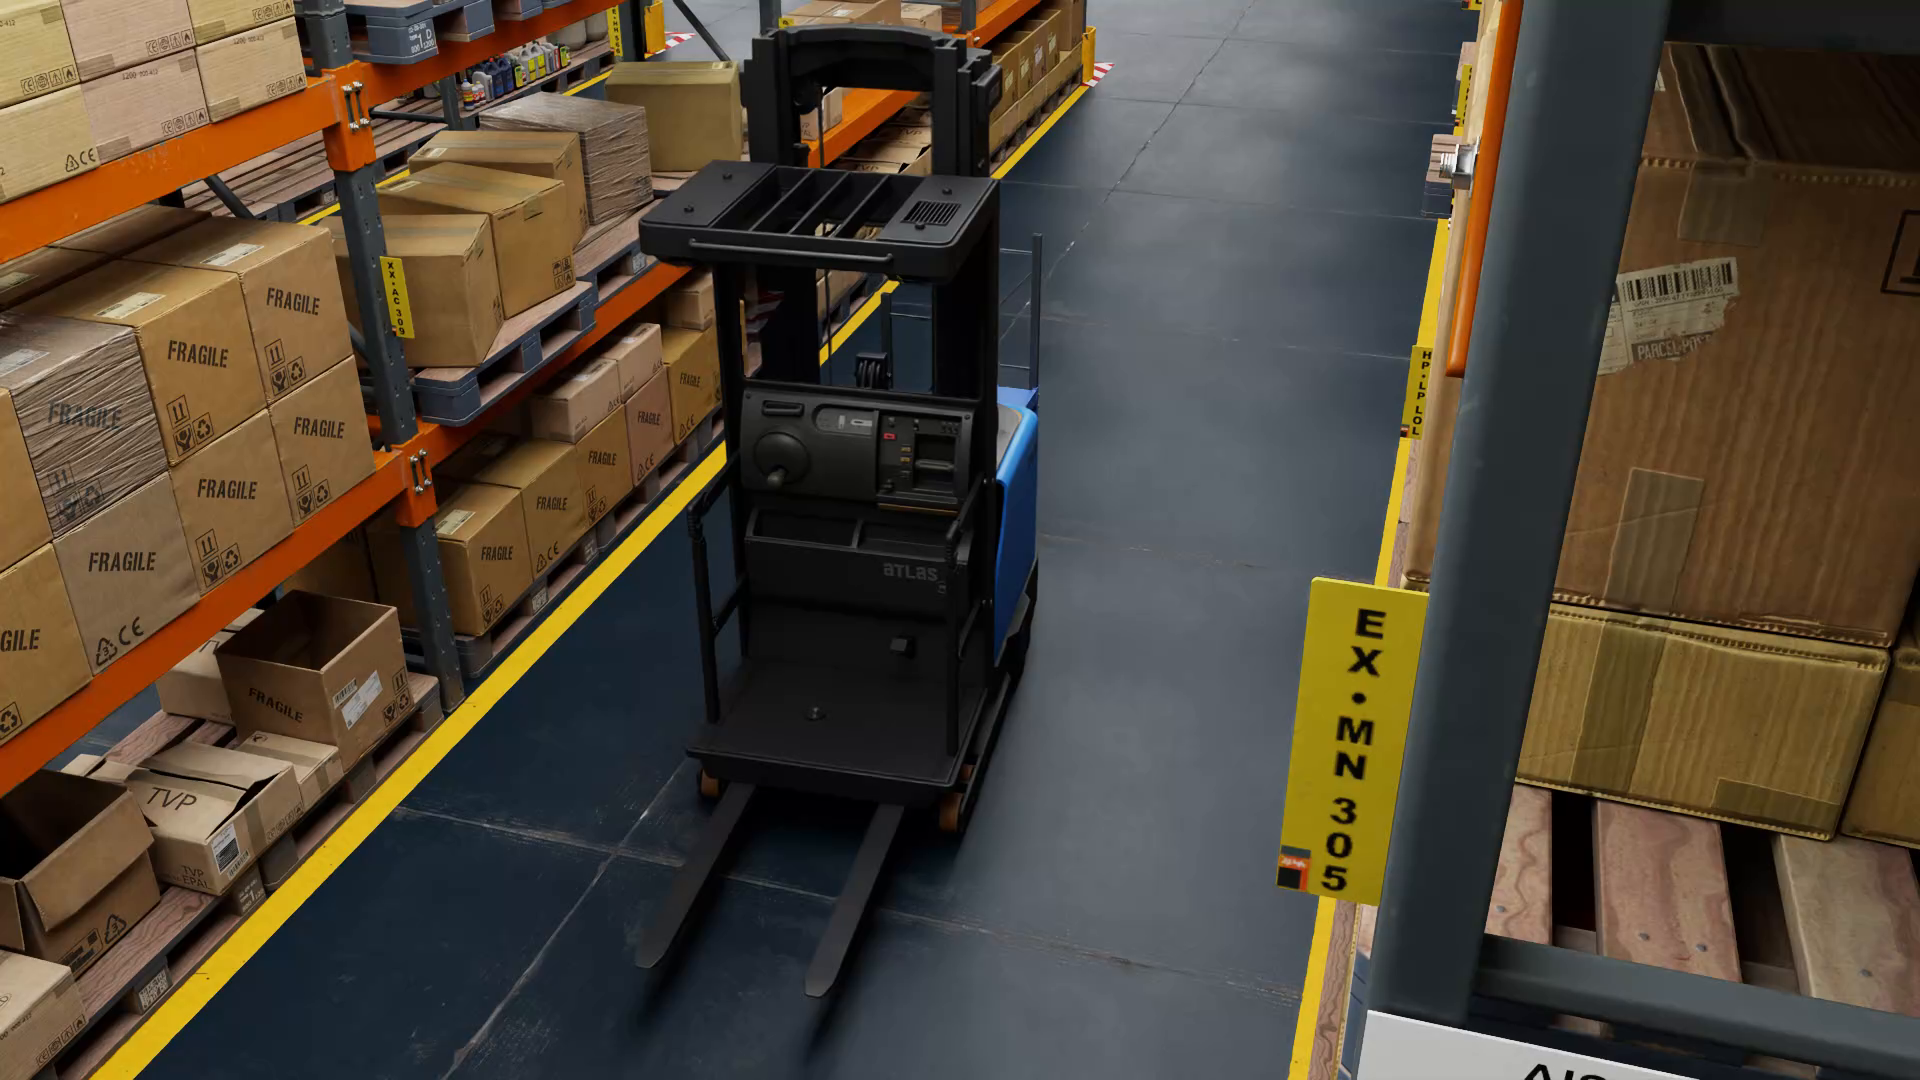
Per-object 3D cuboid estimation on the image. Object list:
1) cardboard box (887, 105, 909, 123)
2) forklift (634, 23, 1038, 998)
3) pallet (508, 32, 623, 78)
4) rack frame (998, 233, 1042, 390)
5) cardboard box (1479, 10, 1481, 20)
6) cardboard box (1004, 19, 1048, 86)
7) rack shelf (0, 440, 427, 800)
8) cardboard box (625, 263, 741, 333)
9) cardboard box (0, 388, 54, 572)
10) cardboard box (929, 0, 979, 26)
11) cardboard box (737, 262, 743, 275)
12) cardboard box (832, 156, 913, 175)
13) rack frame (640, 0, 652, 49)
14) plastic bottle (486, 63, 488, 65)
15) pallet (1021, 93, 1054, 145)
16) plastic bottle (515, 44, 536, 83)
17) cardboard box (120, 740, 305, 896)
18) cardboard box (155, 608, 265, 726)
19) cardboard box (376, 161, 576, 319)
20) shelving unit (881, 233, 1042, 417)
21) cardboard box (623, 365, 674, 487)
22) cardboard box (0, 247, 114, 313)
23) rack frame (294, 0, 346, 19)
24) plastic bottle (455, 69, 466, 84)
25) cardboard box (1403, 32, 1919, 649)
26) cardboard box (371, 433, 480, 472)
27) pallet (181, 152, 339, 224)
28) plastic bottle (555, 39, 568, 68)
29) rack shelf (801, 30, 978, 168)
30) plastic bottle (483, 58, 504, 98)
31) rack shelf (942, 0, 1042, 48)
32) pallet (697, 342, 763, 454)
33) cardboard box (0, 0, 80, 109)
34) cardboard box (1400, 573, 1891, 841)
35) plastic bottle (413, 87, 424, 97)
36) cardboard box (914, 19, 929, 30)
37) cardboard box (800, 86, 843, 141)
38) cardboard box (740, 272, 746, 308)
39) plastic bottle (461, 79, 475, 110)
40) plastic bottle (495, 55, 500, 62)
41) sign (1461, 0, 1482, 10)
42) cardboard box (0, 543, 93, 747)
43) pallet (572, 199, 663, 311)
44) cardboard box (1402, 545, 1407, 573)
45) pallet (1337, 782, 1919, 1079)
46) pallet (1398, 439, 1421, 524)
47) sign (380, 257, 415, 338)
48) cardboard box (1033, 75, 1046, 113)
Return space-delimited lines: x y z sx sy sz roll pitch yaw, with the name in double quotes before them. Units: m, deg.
"cardboard box" -0.723 -3.425 13.641 0.500 0.311 0.500 9 30 15
"forklift" -0.452 -0.313 6.297 1.130 2.935 3.031 6 30 11
"pallet" -4.145 -5.285 18.033 1.003 0.211 1.213 8 30 15
"rack frame" 0.174 -0.931 8.881 0.500 1.500 0.032 8 30 15
"cardboard box" 4.216 -4.184 12.549 0.500 0.500 0.500 8 30 15
"cardboard box" 0.510 -4.533 15.437 0.500 0.500 0.500 8 30 15
"rack shelf" -3.299 0.607 5.314 1.077 0.370 4.000 8 30 15
"cardboard box" -1.601 -1.429 9.580 0.500 0.250 0.500 10 31 17
"cardboard box" -3.058 -0.139 4.783 0.500 0.500 0.500 8 30 14
"cardboard box" -0.240 -4.606 13.841 0.700 0.500 0.500 8 30 14
"cardboard box" -1.620 -2.001 11.082 0.500 0.311 0.500 9 30 16
"cardboard box" -0.655 -2.645 12.239 0.500 0.311 0.500 8 30 14
"rack frame" -3.924 -6.922 18.108 1.000 3.000 0.127 8 30 15
"plastic bottle" -4.537 -4.464 16.043 0.097 0.271 0.097 0 29 0
"pallet" 0.266 -4.069 15.846 1.003 0.211 1.213 8 30 15
"plastic bottle" -4.284 -4.699 16.384 0.144 0.351 0.185 8 30 14
"cardboard box" -2.828 1.000 6.181 0.500 0.311 0.500 8 30 15
"cardboard box" -3.042 0.510 7.061 0.500 0.311 0.500 8 30 15
"cardboard box" -2.218 -1.381 7.612 0.700 0.500 0.500 13 32 23
"shelving unit" 0.025 -0.695 8.457 0.538 1.500 1.048 8 30 15
"cardboard box" -1.888 -0.642 8.938 0.500 0.500 0.500 7 30 13
"cardboard box" -3.270 -0.699 5.789 0.500 0.500 0.500 8 30 13
"rack frame" -2.712 -3.259 5.351 1.000 3.000 0.127 8 30 15
"plastic bottle" -4.928 -4.646 16.357 0.061 0.283 0.133 8 30 15
"cardboard box" 0.804 -0.252 1.880 0.500 0.500 0.500 8 30 15
"cardboard box" -2.688 -0.236 8.207 0.500 0.500 0.500 9 30 15
"pallet" -5.648 -2.905 13.756 1.003 0.211 1.213 8 30 15
"plastic bottle" -4.061 -4.954 16.912 0.061 0.283 0.133 9 30 16
"rack shelf" -0.951 -3.111 11.997 1.077 0.370 4.000 8 30 15
"plastic bottle" -4.464 -4.414 15.871 0.144 0.351 0.185 9 30 16
"rack shelf" 0.223 -4.970 15.338 1.077 0.370 4.000 8 30 15
"pallet" -1.793 -0.936 10.215 1.003 0.211 1.213 8 30 15
"cardboard box" -2.894 -1.372 4.685 0.500 0.250 0.500 8 30 15
"cardboard box" 0.812 0.076 2.061 0.500 0.250 0.500 9 30 16
"plastic bottle" -5.184 -4.438 15.915 0.144 0.351 0.185 8 30 14
"cardboard box" -0.446 -3.861 12.744 0.396 0.266 0.258 8 30 14
"cardboard box" -1.090 -2.845 10.870 0.500 0.311 0.500 8 30 14
"cardboard box" -1.617 -1.757 11.219 0.500 0.250 0.500 9 30 16
"plastic bottle" -4.585 -4.149 15.476 0.097 0.271 0.097 0 29 0
"plastic bottle" -4.784 -5.045 17.160 0.097 0.201 0.097 0 29 0
"sign" 1.503 -1.679 4.742 0.100 0.325 0.005 8 30 15
"cardboard box" -3.059 0.304 5.015 0.500 0.500 0.500 9 30 16
"pallet" -2.104 -1.508 8.572 1.003 0.211 1.213 8 30 15
"cardboard box" 2.349 0.090 7.282 0.750 0.750 0.750 9 30 16
"pallet" 1.058 0.309 2.115 1.003 0.211 1.213 8 30 15
"pallet" 2.895 -0.216 8.922 1.003 0.211 1.213 8 30 15
"sign" -2.191 -0.941 6.466 0.100 0.325 0.005 8 30 15
"cardboard box" 0.507 -4.205 15.620 0.500 0.250 0.500 8 30 15
